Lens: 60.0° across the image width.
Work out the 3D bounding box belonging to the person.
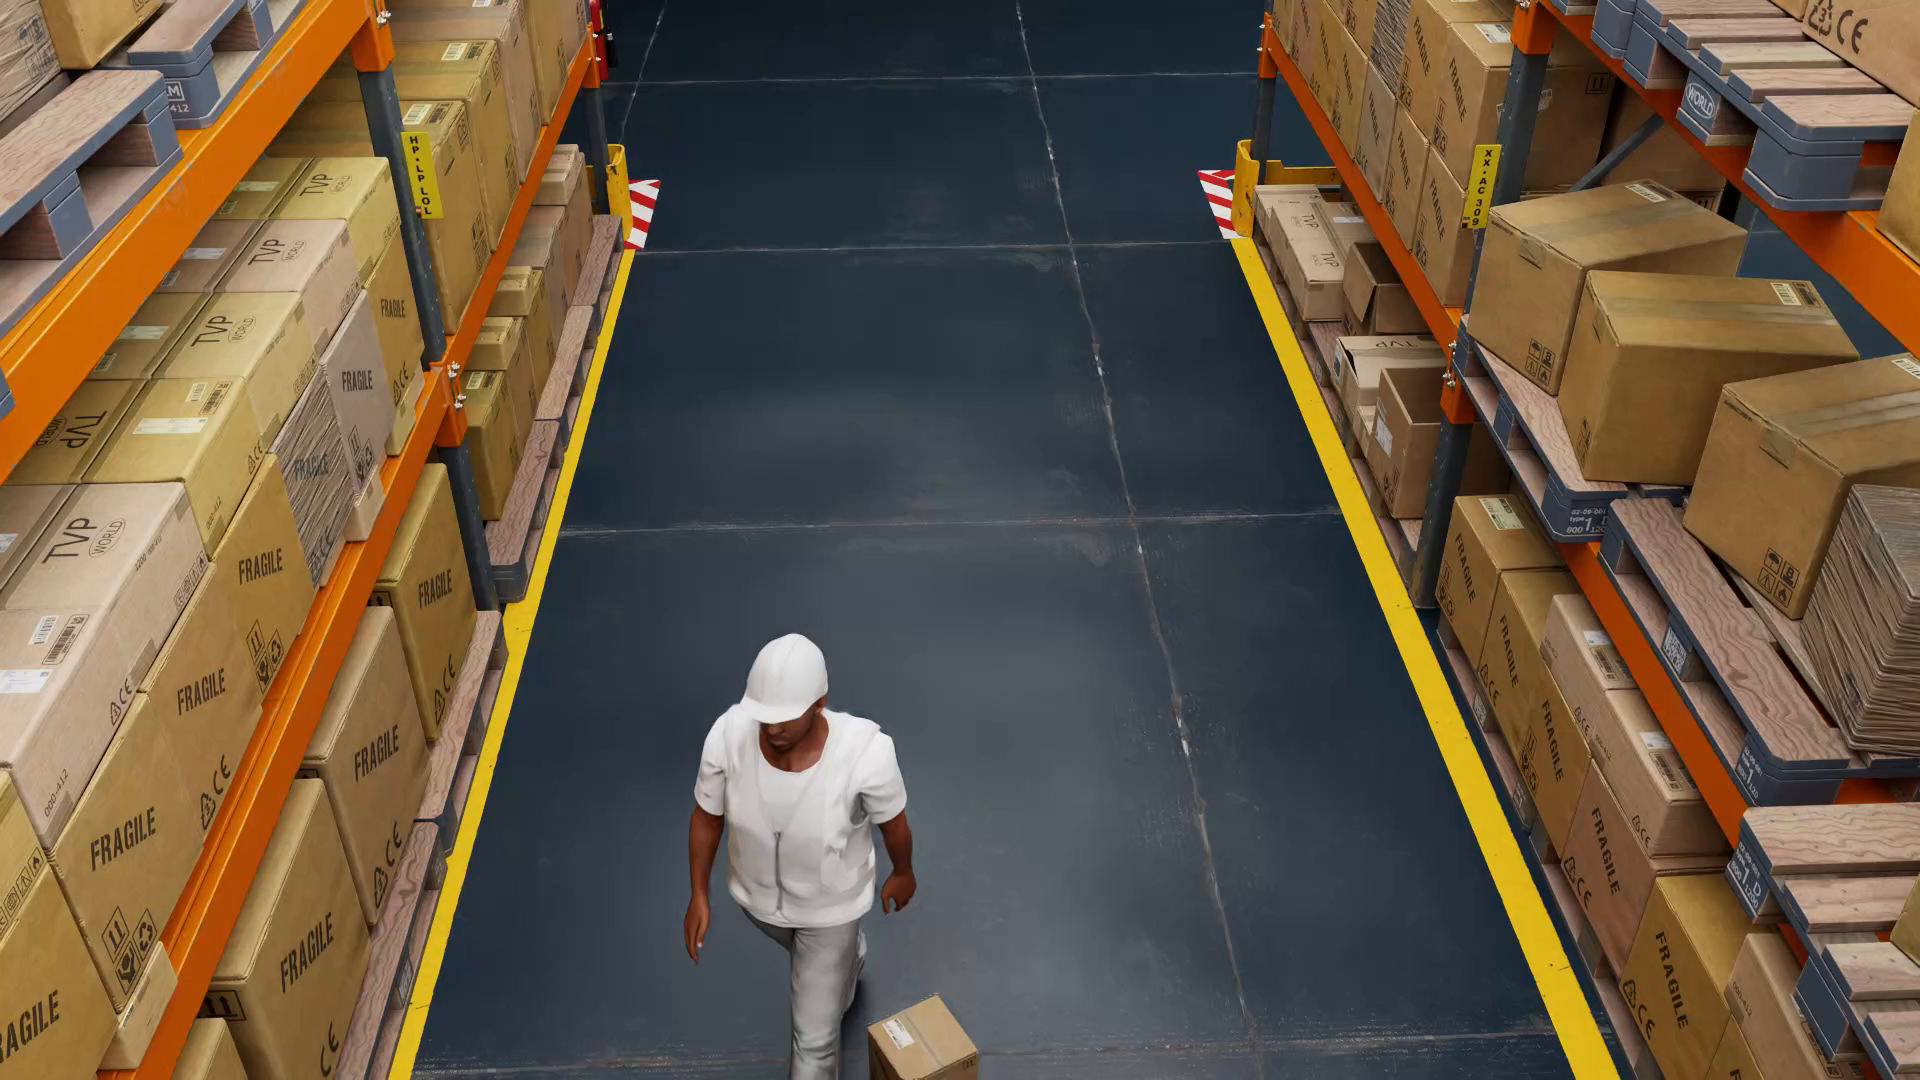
[{"bbox_3d":[-0.481,1.011,4.686,0.580,1.714,1.068,11,37,16],"label":"person"}]
